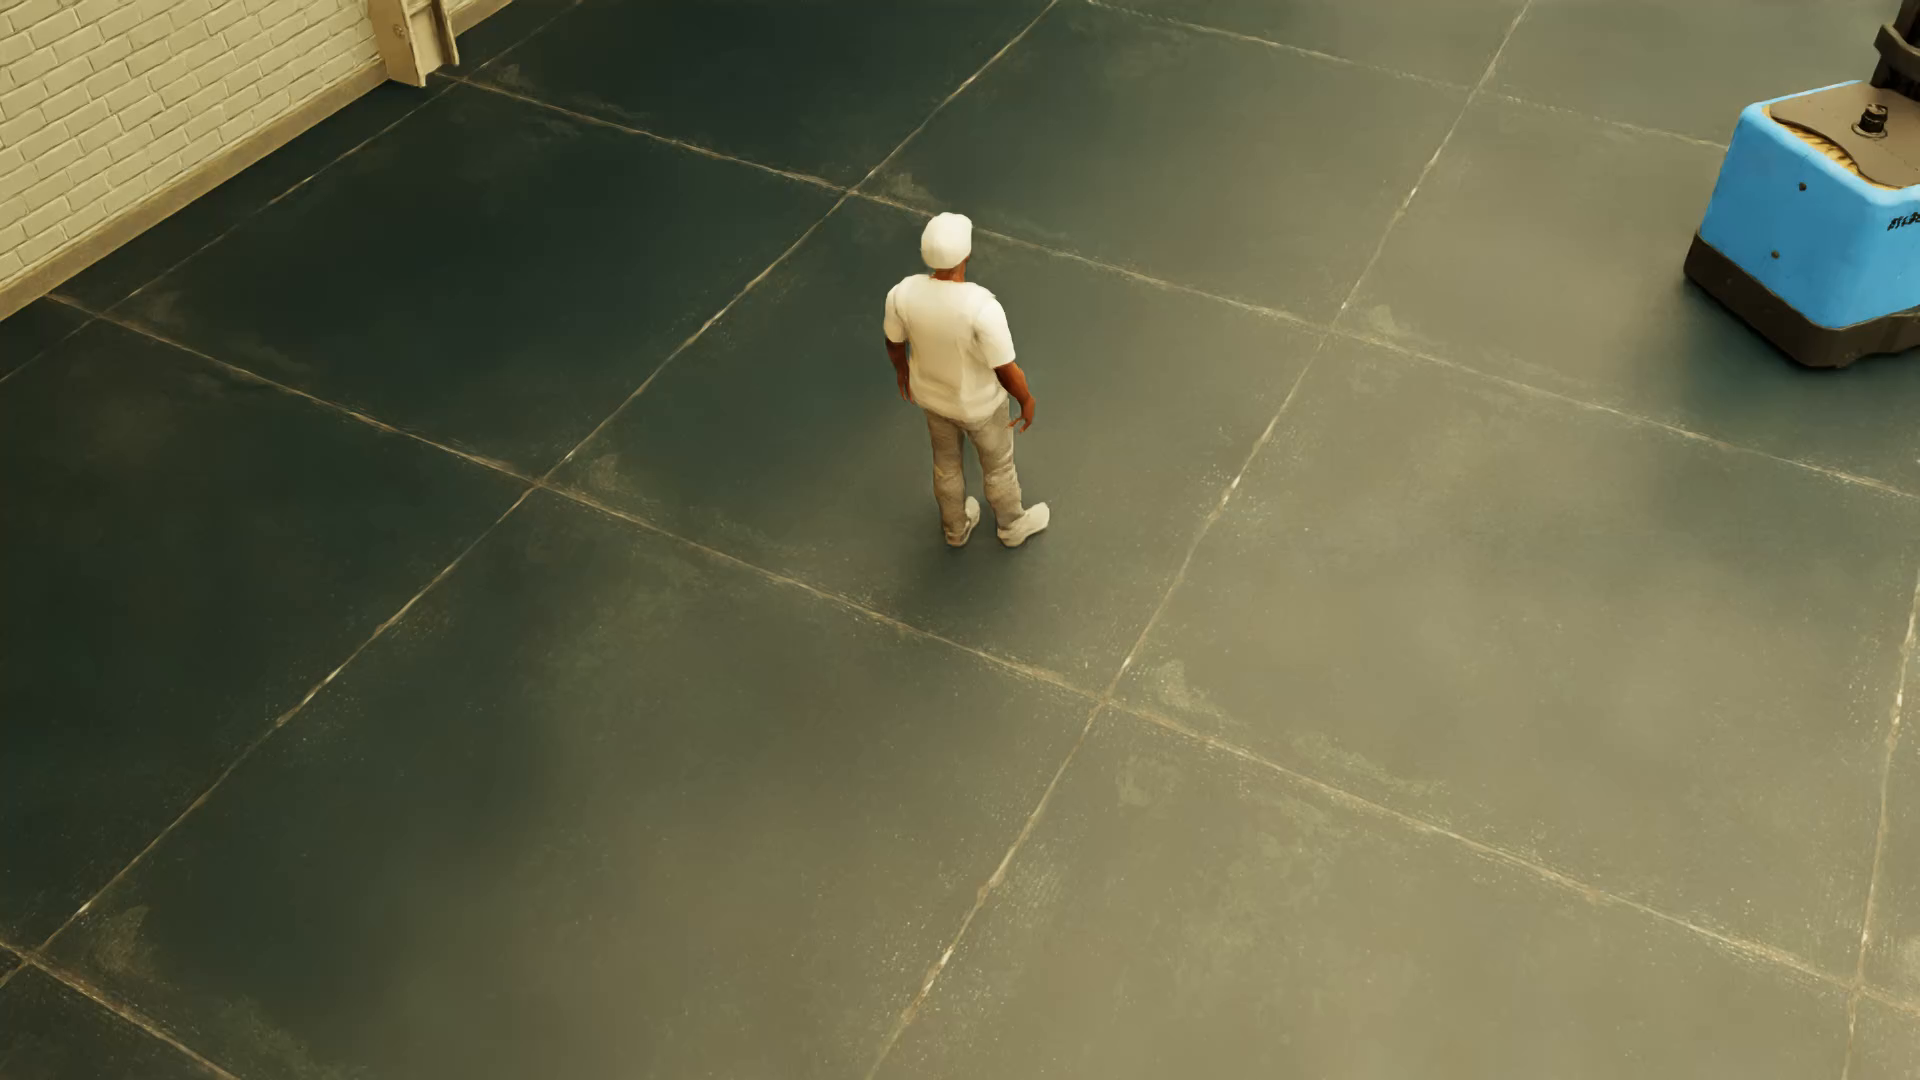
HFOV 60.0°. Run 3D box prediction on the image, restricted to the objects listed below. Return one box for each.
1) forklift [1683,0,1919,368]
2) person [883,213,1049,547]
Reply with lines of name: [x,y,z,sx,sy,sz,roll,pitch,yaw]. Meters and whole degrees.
forklift: [5.608,-2.614,8.429,3.031,2.935,1.130,-16,46,-16]
person: [0.037,-0.689,7.224,0.665,1.766,0.576,20,47,20]
